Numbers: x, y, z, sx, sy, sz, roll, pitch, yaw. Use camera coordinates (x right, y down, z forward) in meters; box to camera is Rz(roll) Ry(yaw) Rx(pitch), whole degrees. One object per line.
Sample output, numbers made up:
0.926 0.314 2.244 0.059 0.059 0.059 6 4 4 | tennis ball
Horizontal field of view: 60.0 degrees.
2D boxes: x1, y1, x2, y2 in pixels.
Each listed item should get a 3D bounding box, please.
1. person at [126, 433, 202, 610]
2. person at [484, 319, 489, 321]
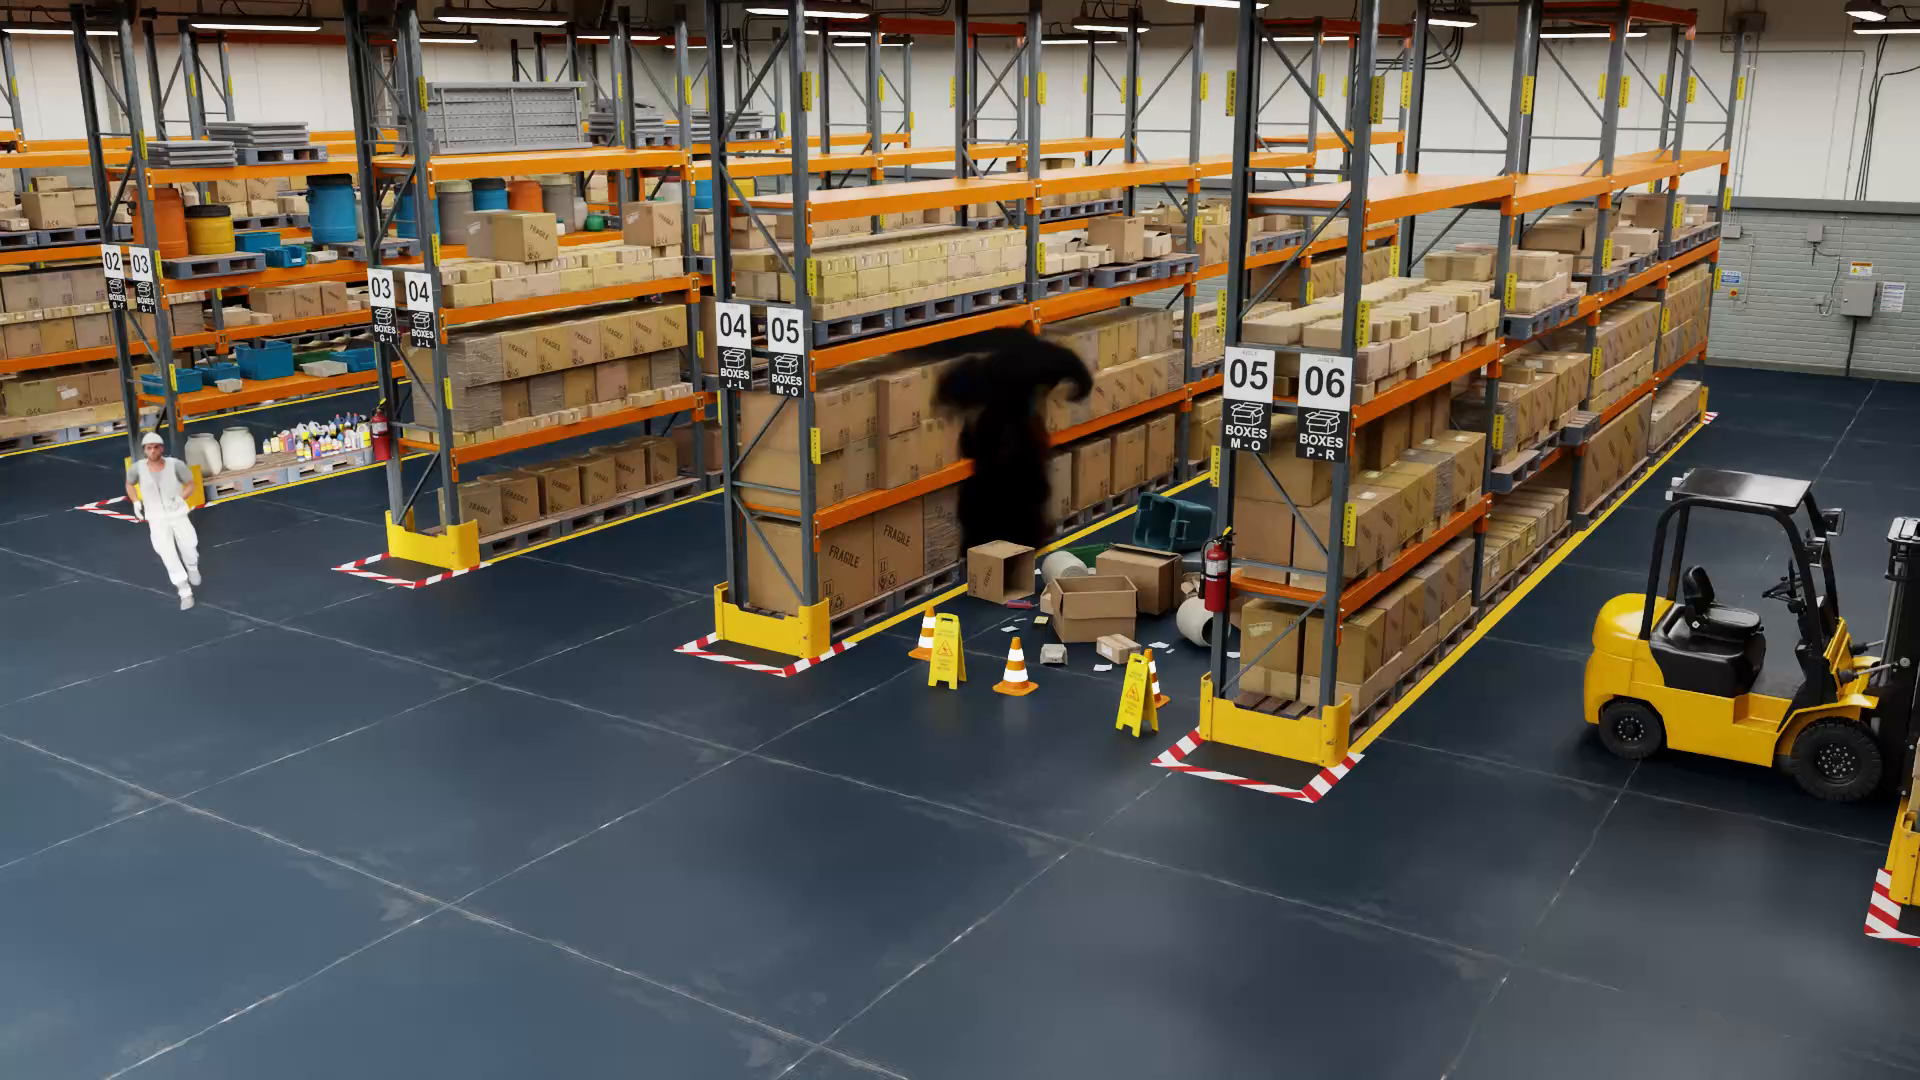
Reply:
-8.002 -0.226 16.732 0.647 1.758 0.926 -7 17 -23 | person
-7.925 -3.040 26.877 0.651 1.811 0.834 13 20 39 | person
